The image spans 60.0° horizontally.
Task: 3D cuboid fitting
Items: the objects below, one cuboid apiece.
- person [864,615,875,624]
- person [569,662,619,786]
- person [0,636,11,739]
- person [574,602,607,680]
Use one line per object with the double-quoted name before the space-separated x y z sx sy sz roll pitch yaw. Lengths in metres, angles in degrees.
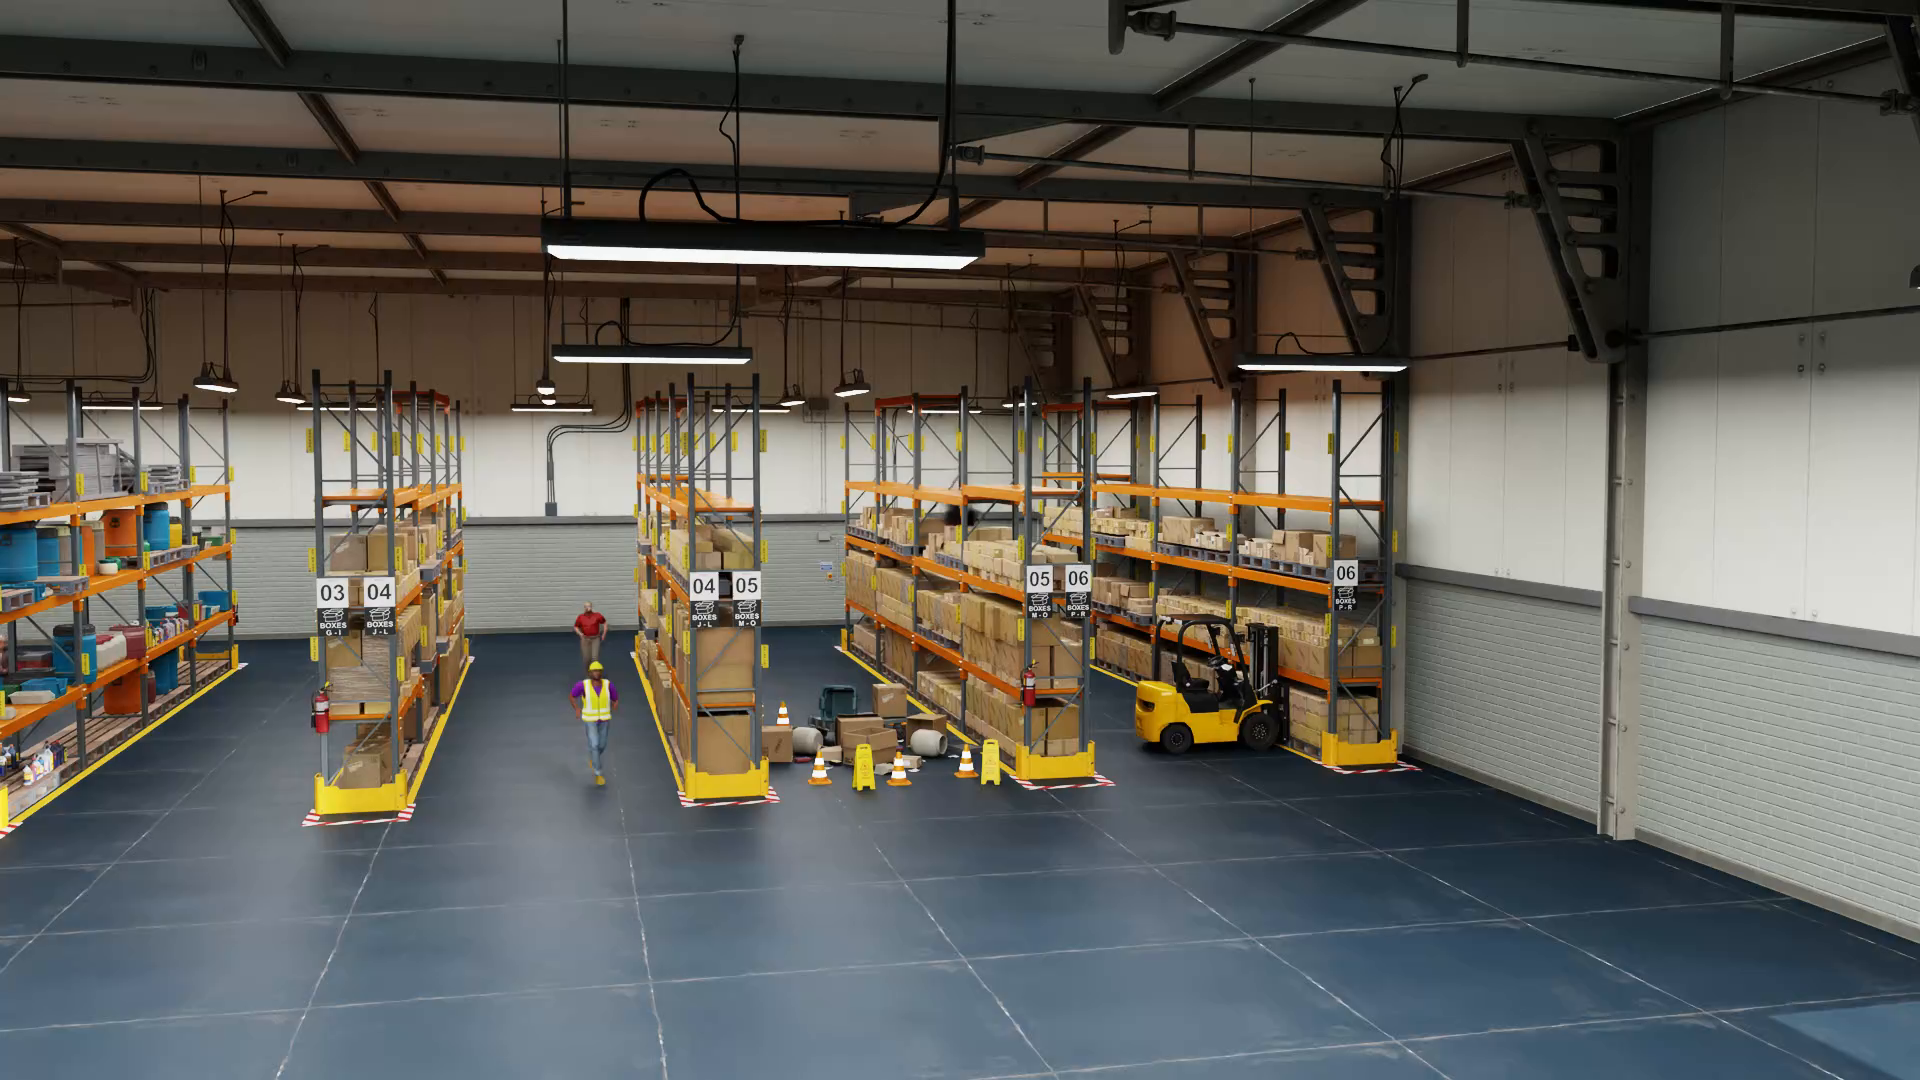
"person" -2.167 1.734 41.730 0.650 1.764 0.705 1 3 14
"person" -5.410 2.688 24.724 0.700 1.773 0.971 -2 4 -28
"person" -15.965 2.487 27.634 0.695 1.780 1.046 -1 4 -21
"person" -7.758 2.140 34.899 0.675 1.684 0.621 0 3 -7
